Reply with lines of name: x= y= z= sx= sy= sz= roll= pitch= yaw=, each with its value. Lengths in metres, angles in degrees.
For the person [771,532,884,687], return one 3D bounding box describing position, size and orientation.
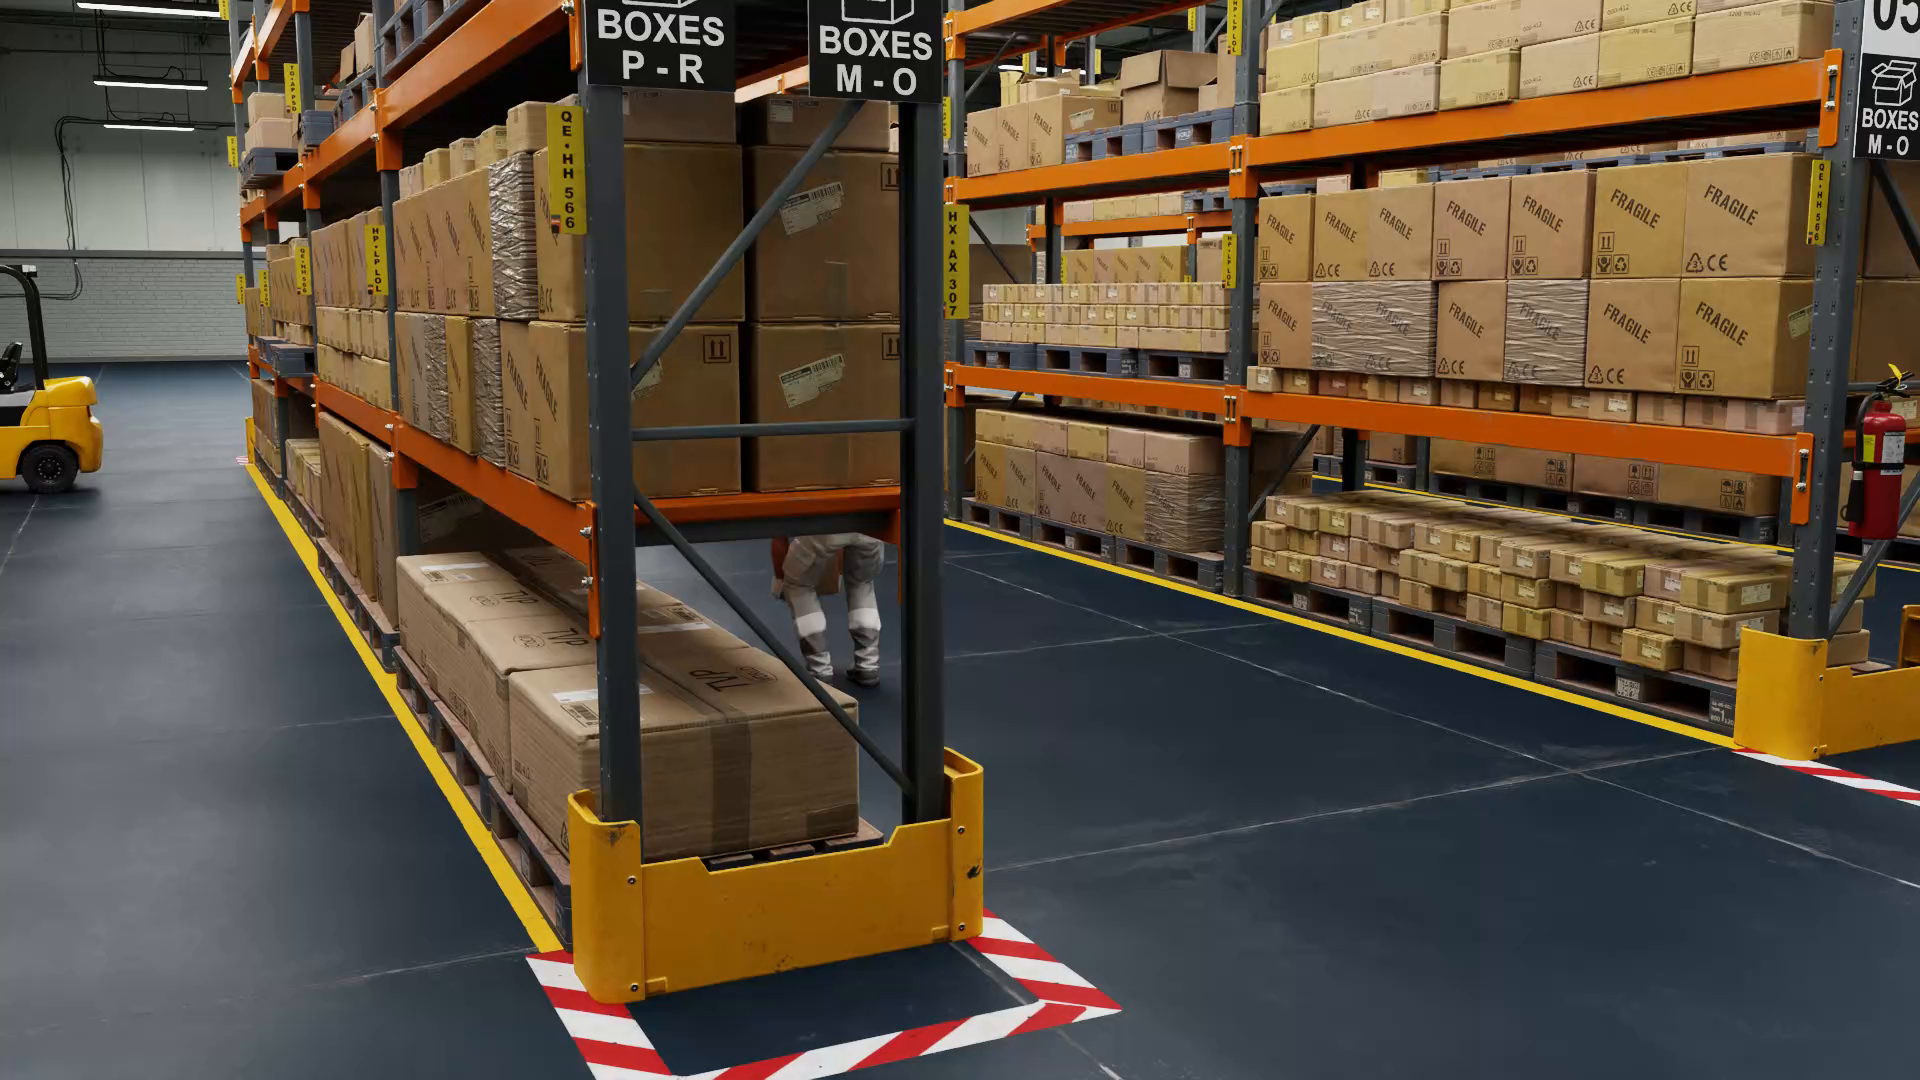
person: x=-0.689 y=0.078 z=8.211 sx=0.513 sy=1.205 sz=0.939 roll=-5 pitch=10 yaw=-28
